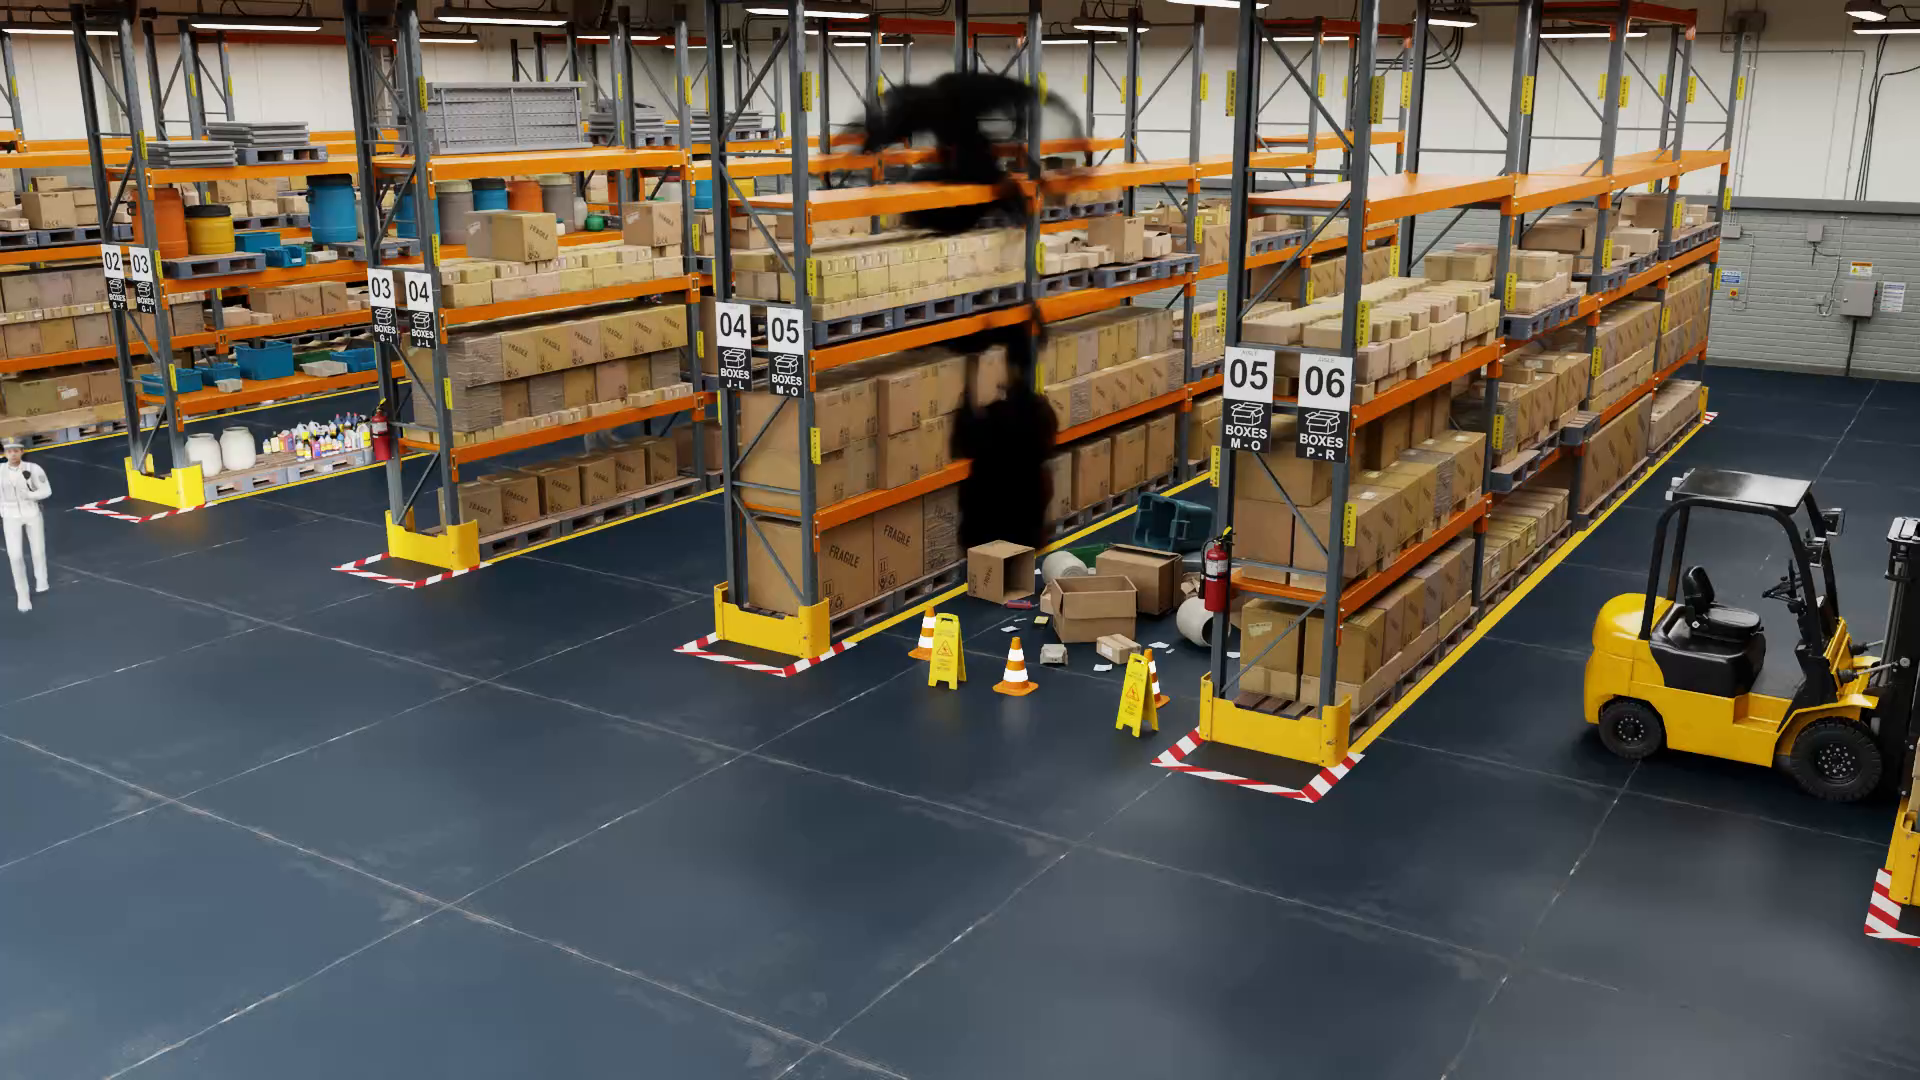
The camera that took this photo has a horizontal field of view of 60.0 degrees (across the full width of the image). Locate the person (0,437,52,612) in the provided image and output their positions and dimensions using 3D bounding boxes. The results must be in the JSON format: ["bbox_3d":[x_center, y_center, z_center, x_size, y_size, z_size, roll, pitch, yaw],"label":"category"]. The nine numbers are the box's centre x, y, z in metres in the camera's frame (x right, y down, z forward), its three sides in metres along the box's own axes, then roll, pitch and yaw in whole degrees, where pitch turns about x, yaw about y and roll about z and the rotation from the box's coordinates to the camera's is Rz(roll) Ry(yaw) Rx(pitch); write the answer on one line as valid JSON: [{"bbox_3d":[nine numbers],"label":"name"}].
[{"bbox_3d":[-9.447,-0.198,16.771,0.583,1.750,0.765,-8,17,-26],"label":"person"}]

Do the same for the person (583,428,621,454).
[{"bbox_3d":[-4.791,-1.791,22.196,0.703,1.716,0.712,8,18,27],"label":"person"}]

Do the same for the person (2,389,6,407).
[{"bbox_3d":[-15.024,-2.736,25.761,0.663,1.757,0.782,5,16,17],"label":"person"}]
